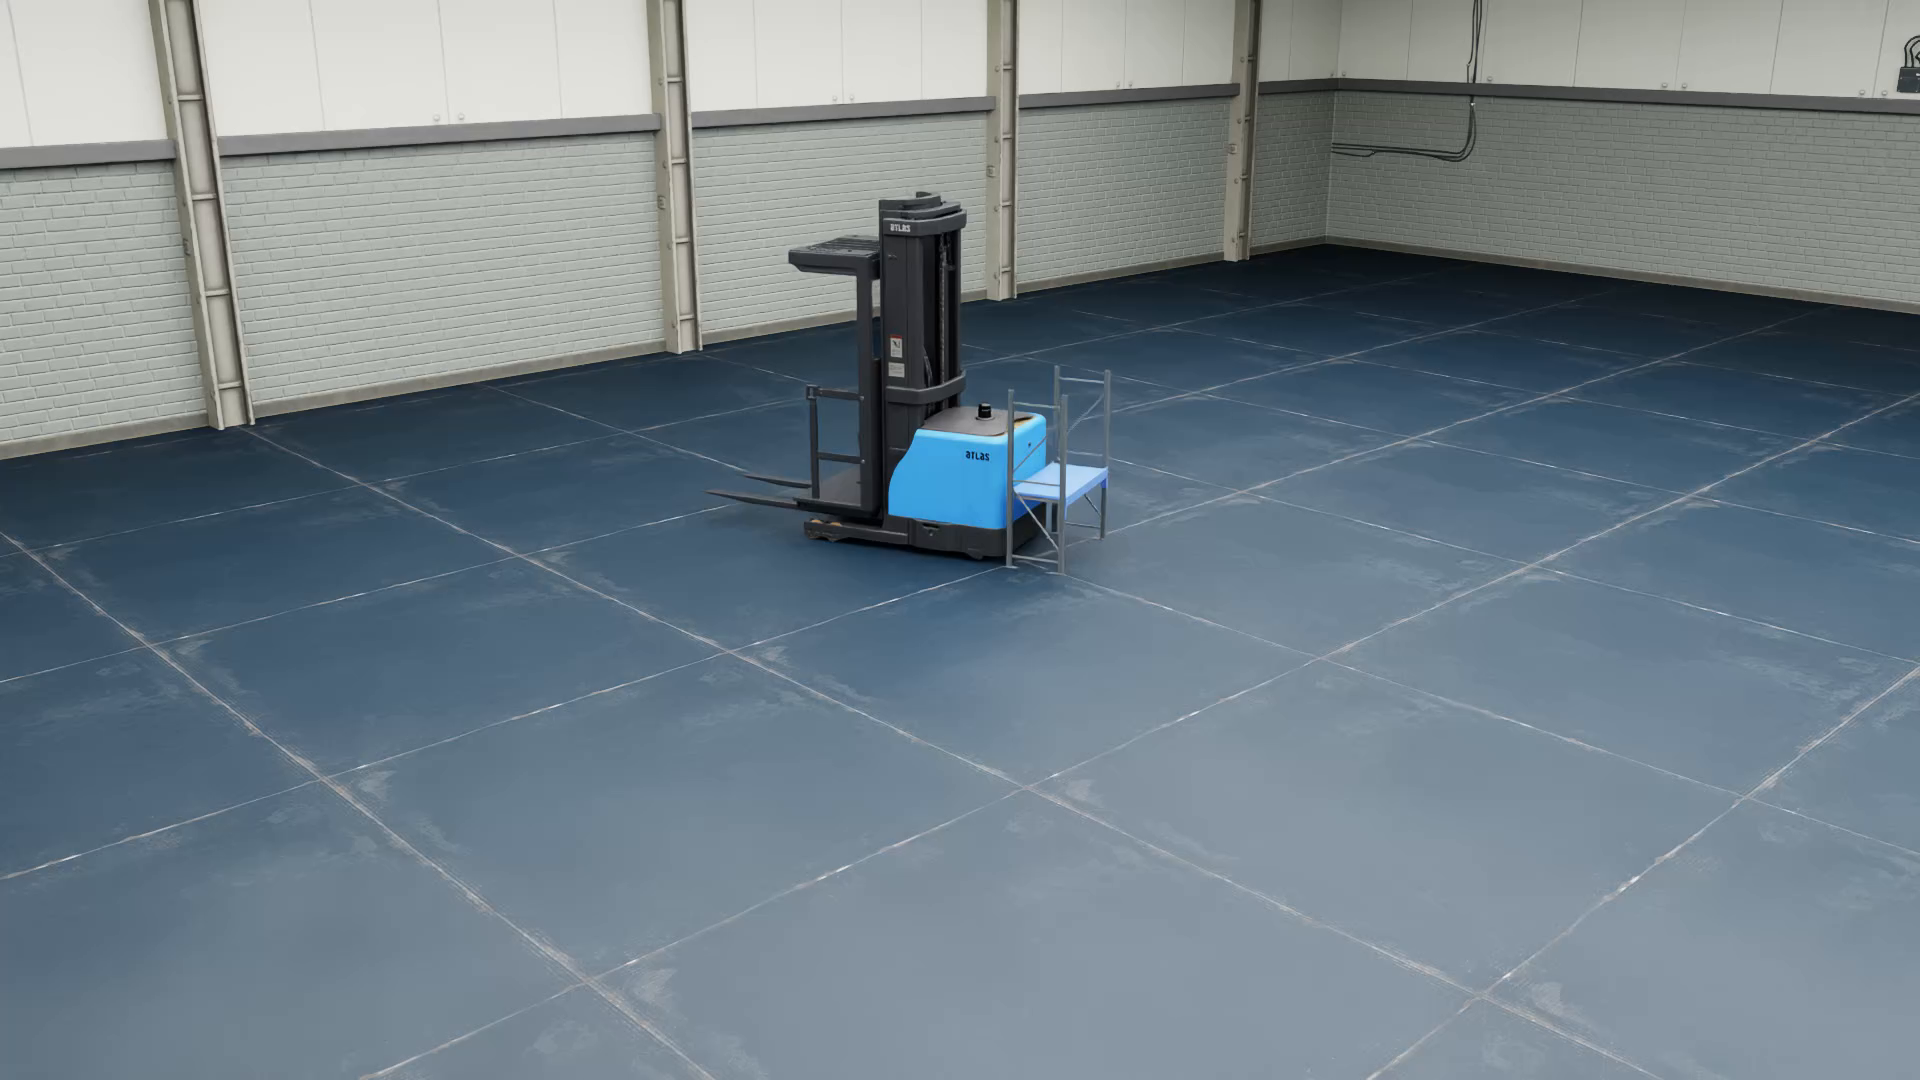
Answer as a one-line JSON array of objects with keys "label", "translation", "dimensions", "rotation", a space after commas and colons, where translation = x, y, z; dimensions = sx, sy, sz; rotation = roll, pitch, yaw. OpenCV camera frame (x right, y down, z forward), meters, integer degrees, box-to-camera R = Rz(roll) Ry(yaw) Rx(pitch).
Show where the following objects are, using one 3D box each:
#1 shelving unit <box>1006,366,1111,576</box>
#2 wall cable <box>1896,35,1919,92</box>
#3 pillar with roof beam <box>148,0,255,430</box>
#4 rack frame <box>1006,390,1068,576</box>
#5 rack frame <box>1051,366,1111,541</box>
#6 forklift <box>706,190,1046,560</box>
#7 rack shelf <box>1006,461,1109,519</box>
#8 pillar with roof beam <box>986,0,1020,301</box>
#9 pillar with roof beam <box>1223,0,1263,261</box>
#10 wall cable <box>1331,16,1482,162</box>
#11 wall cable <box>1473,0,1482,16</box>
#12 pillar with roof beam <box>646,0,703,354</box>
[{"label": "shelving unit", "translation": [0.827, -0.600, 13.903], "dimensions": [0.538, 1.500, 1.048], "rotation": [8, 20, 23]}, {"label": "wall cable", "translation": [14.570, -9.189, 22.723], "dimensions": [0.169, 6.003, 2.305], "rotation": [-16, 24, -41]}, {"label": "pillar with roof beam", "translation": [-5.111, -4.596, 14.068], "dimensions": [0.400, 9.000, 9.100], "rotation": [-16, 24, -41]}, {"label": "rack frame", "translation": [0.617, -0.457, 13.463], "dimensions": [0.500, 1.500, 0.032], "rotation": [8, 20, 23]}, {"label": "rack frame", "translation": [1.038, -0.743, 14.343], "dimensions": [0.500, 1.500, 0.032], "rotation": [8, 20, 23]}, {"label": "forklift", "translation": [-0.803, -1.518, 14.414], "dimensions": [3.031, 2.935, 1.130], "rotation": [8, 20, 24]}, {"label": "rack shelf", "translation": [0.827, -0.429, 13.958], "dimensions": [0.538, 0.185, 1.000], "rotation": [8, 20, 23]}, {"label": "pillar with roof beam", "translation": [3.608, -7.138, 21.911], "dimensions": [0.400, 9.000, 9.100], "rotation": [-16, 24, -41]}, {"label": "pillar with roof beam", "translation": [7.968, -8.410, 25.832], "dimensions": [0.400, 9.000, 9.100], "rotation": [-16, 24, -41]}, {"label": "wall cable", "translation": [8.059, -8.225, 30.298], "dimensions": [0.112, 2.526, 3.097], "rotation": [-16, 24, -41]}, {"label": "wall cable", "translation": [9.918, -10.022, 27.649], "dimensions": [0.112, 2.526, 3.097], "rotation": [-16, 24, -41]}, {"label": "pillar with roof beam", "translation": [-0.752, -5.867, 17.990], "dimensions": [0.400, 9.000, 9.100], "rotation": [-16, 24, -41]}]
